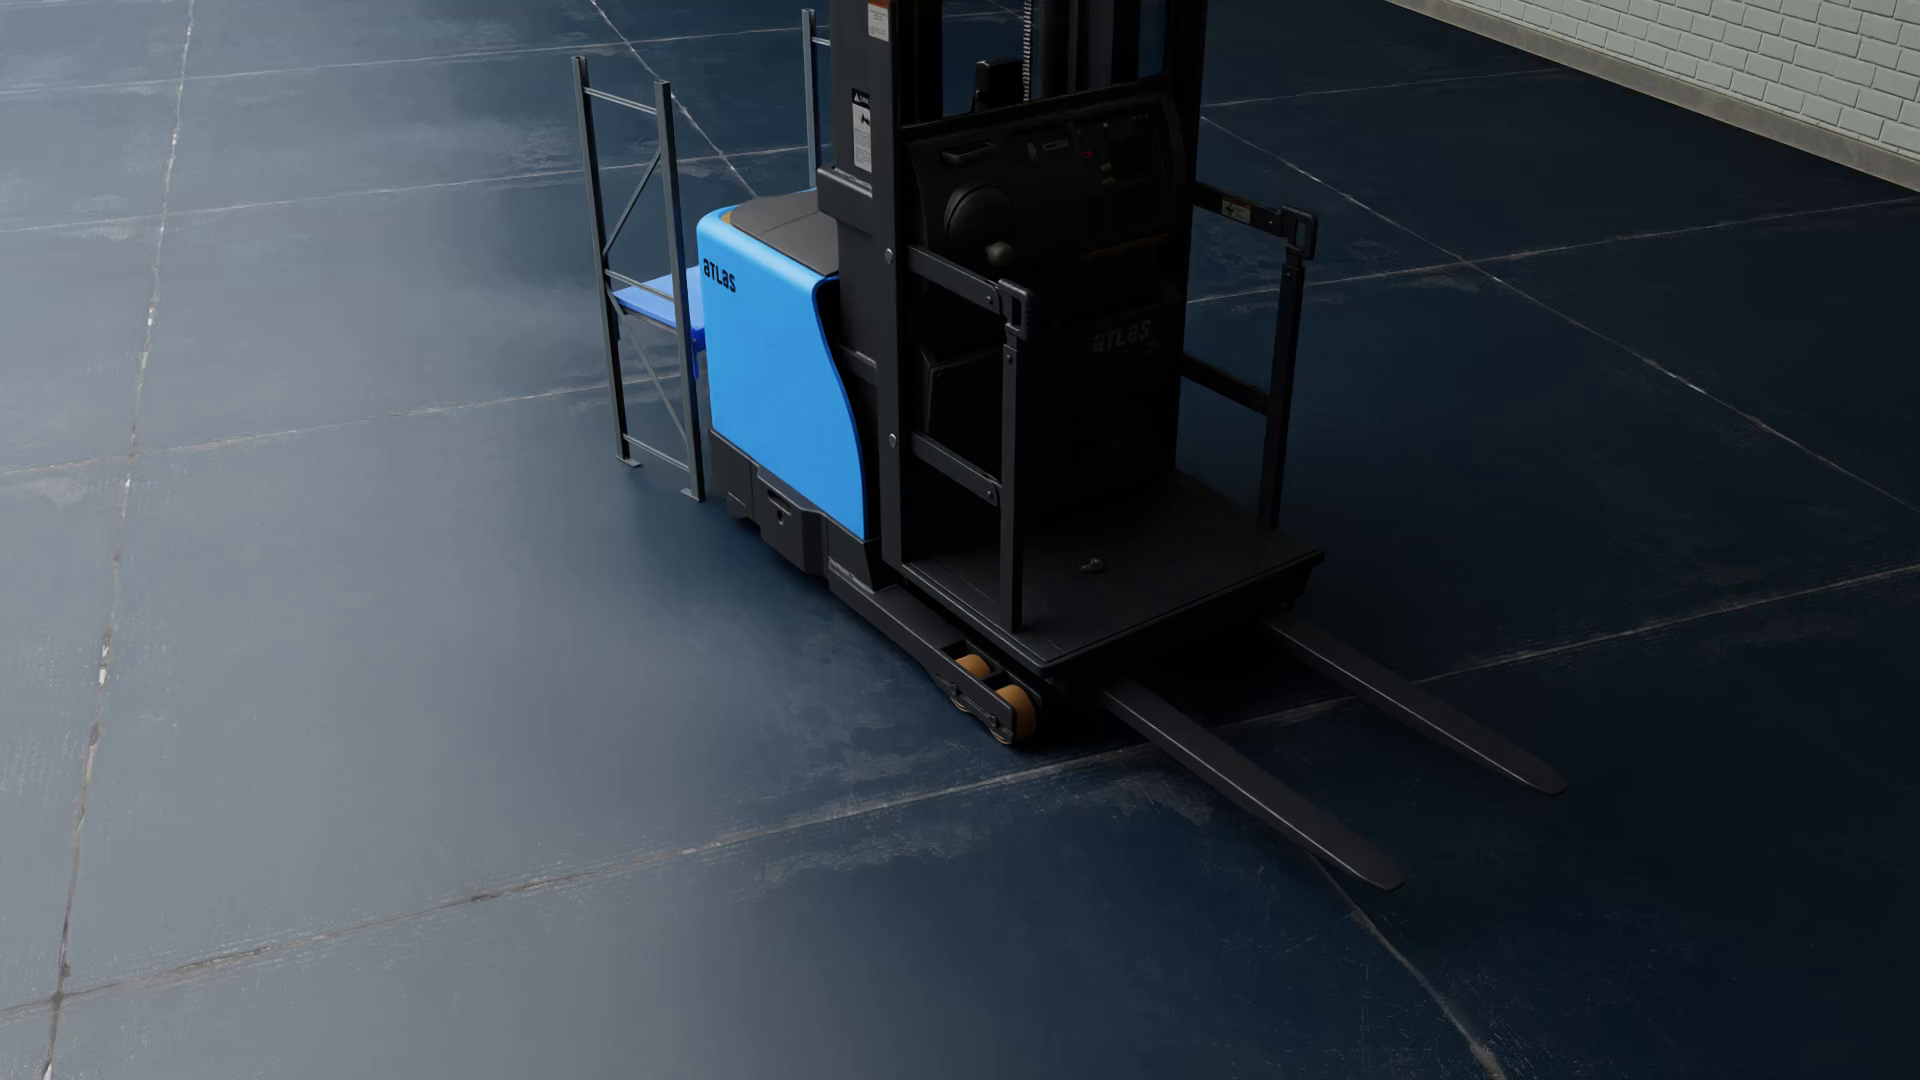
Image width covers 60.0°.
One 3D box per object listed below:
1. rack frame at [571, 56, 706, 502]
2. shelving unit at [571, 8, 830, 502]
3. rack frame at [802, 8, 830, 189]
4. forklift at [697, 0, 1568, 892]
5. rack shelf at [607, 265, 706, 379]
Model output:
[{"bbox_3d":[-1.108,-0.878,5.777,0.500,1.500,0.032,26,38,37],"label":"rack frame"},{"bbox_3d":[-0.753,-1.059,6.093,0.538,1.500,1.048,26,38,37],"label":"shelving unit"},{"bbox_3d":[-0.399,-1.239,6.410,0.500,1.500,0.032,26,38,37],"label":"rack frame"},{"bbox_3d":[0.384,-0.967,4.487,1.130,2.935,3.031,-20,35,-31],"label":"forklift"},{"bbox_3d":[-0.753,-0.903,6.182,0.538,0.185,1.000,26,38,37],"label":"rack shelf"}]
